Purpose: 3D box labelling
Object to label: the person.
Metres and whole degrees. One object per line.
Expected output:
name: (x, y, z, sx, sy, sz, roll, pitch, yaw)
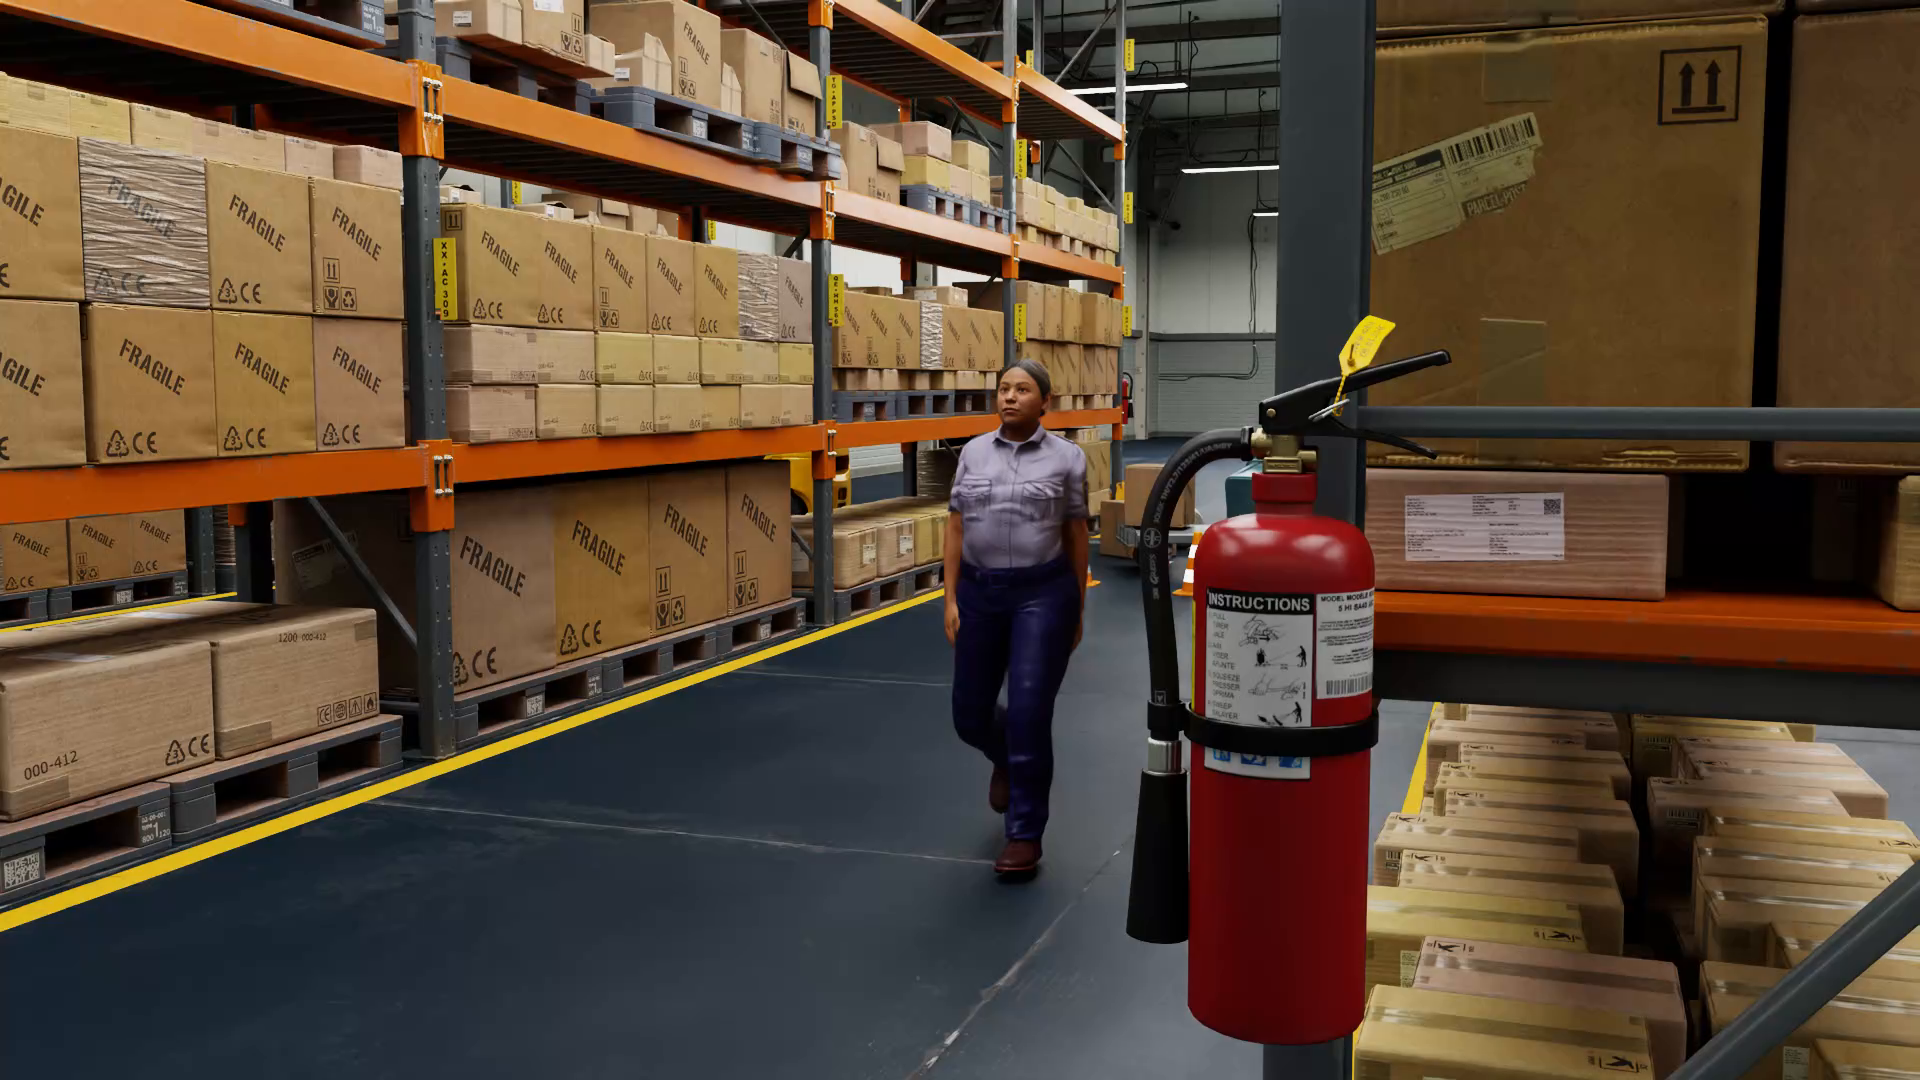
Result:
person: (0.187, 0.210, 5.498, 0.473, 1.615, 0.800, 2, 6, 19)
